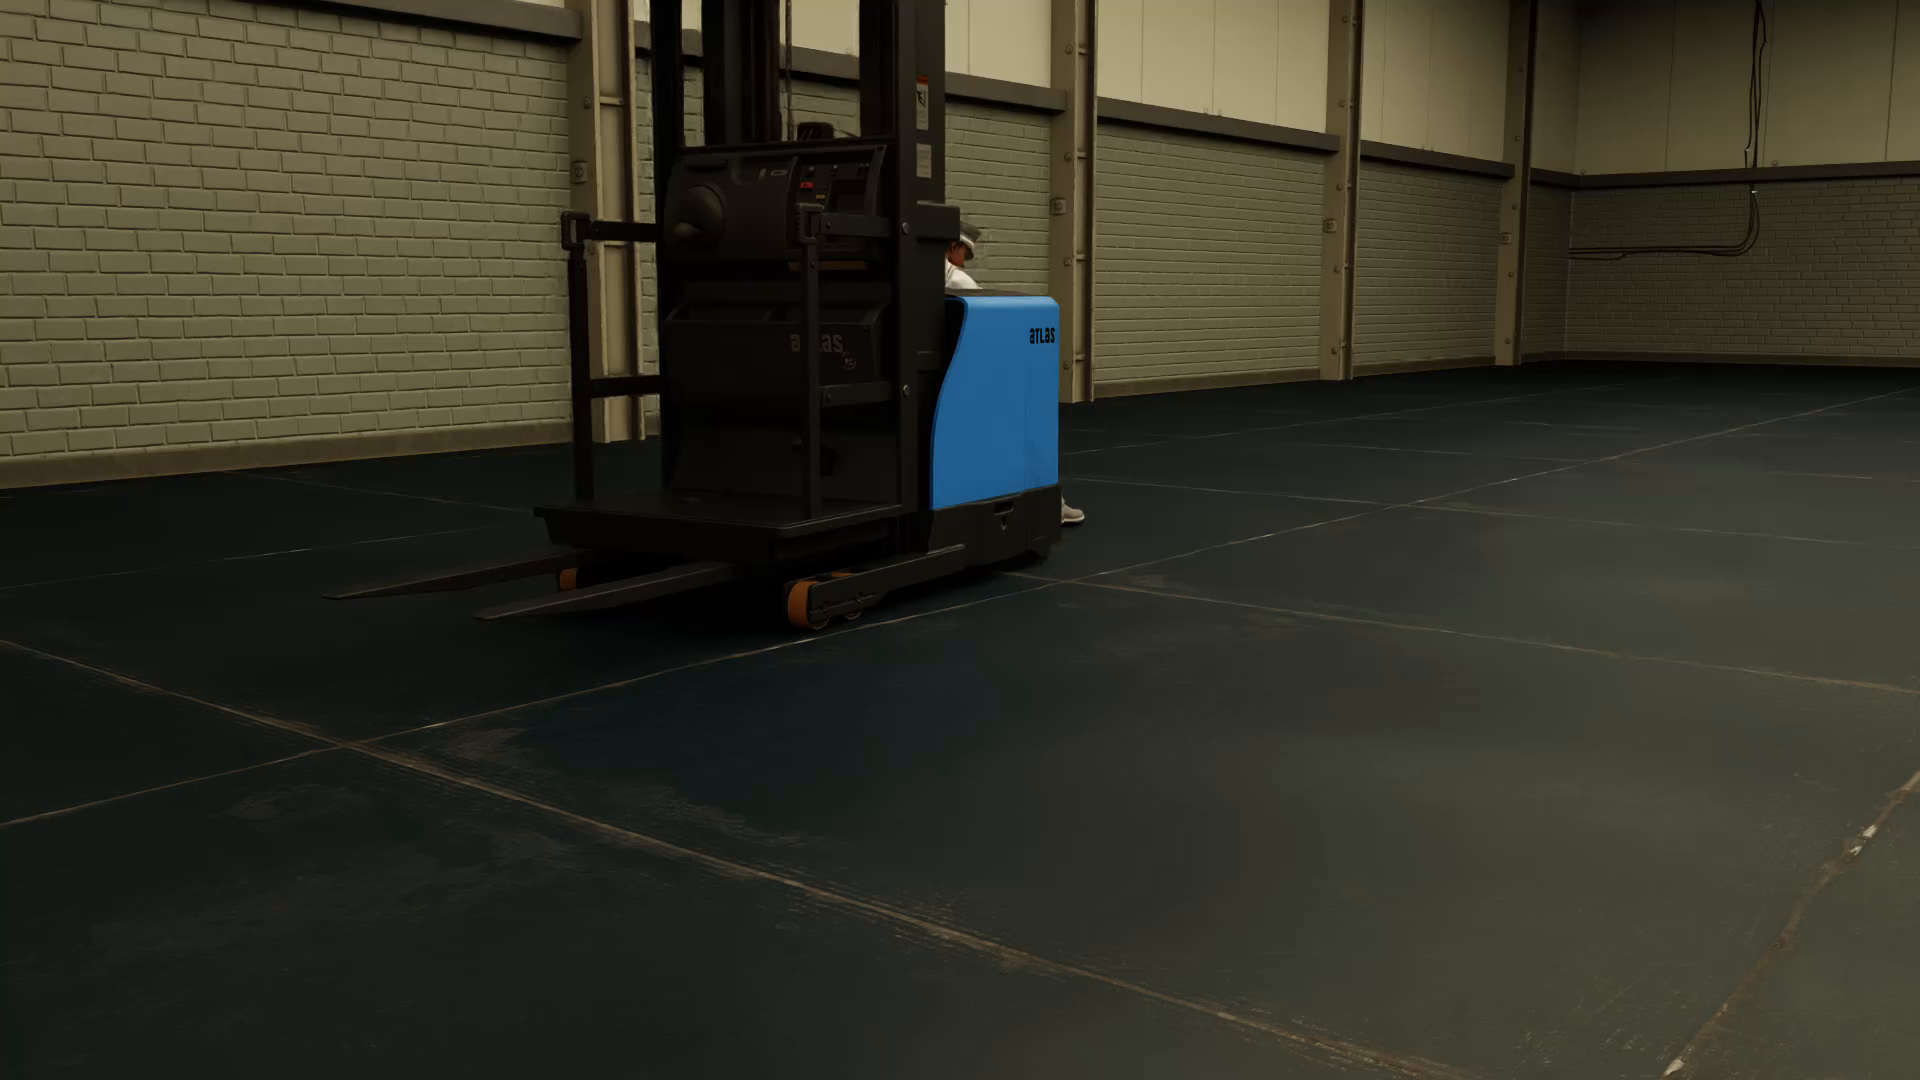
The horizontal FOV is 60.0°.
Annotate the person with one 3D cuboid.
[{"bbox_3d":[-0.019,-0.830,8.064,0.673,1.438,1.224,-7,11,-41],"label":"person"}]

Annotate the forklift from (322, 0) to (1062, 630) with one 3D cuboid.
[{"bbox_3d":[-0.770,-1.232,5.704,1.130,2.935,3.031,5,10,31],"label":"forklift"}]
